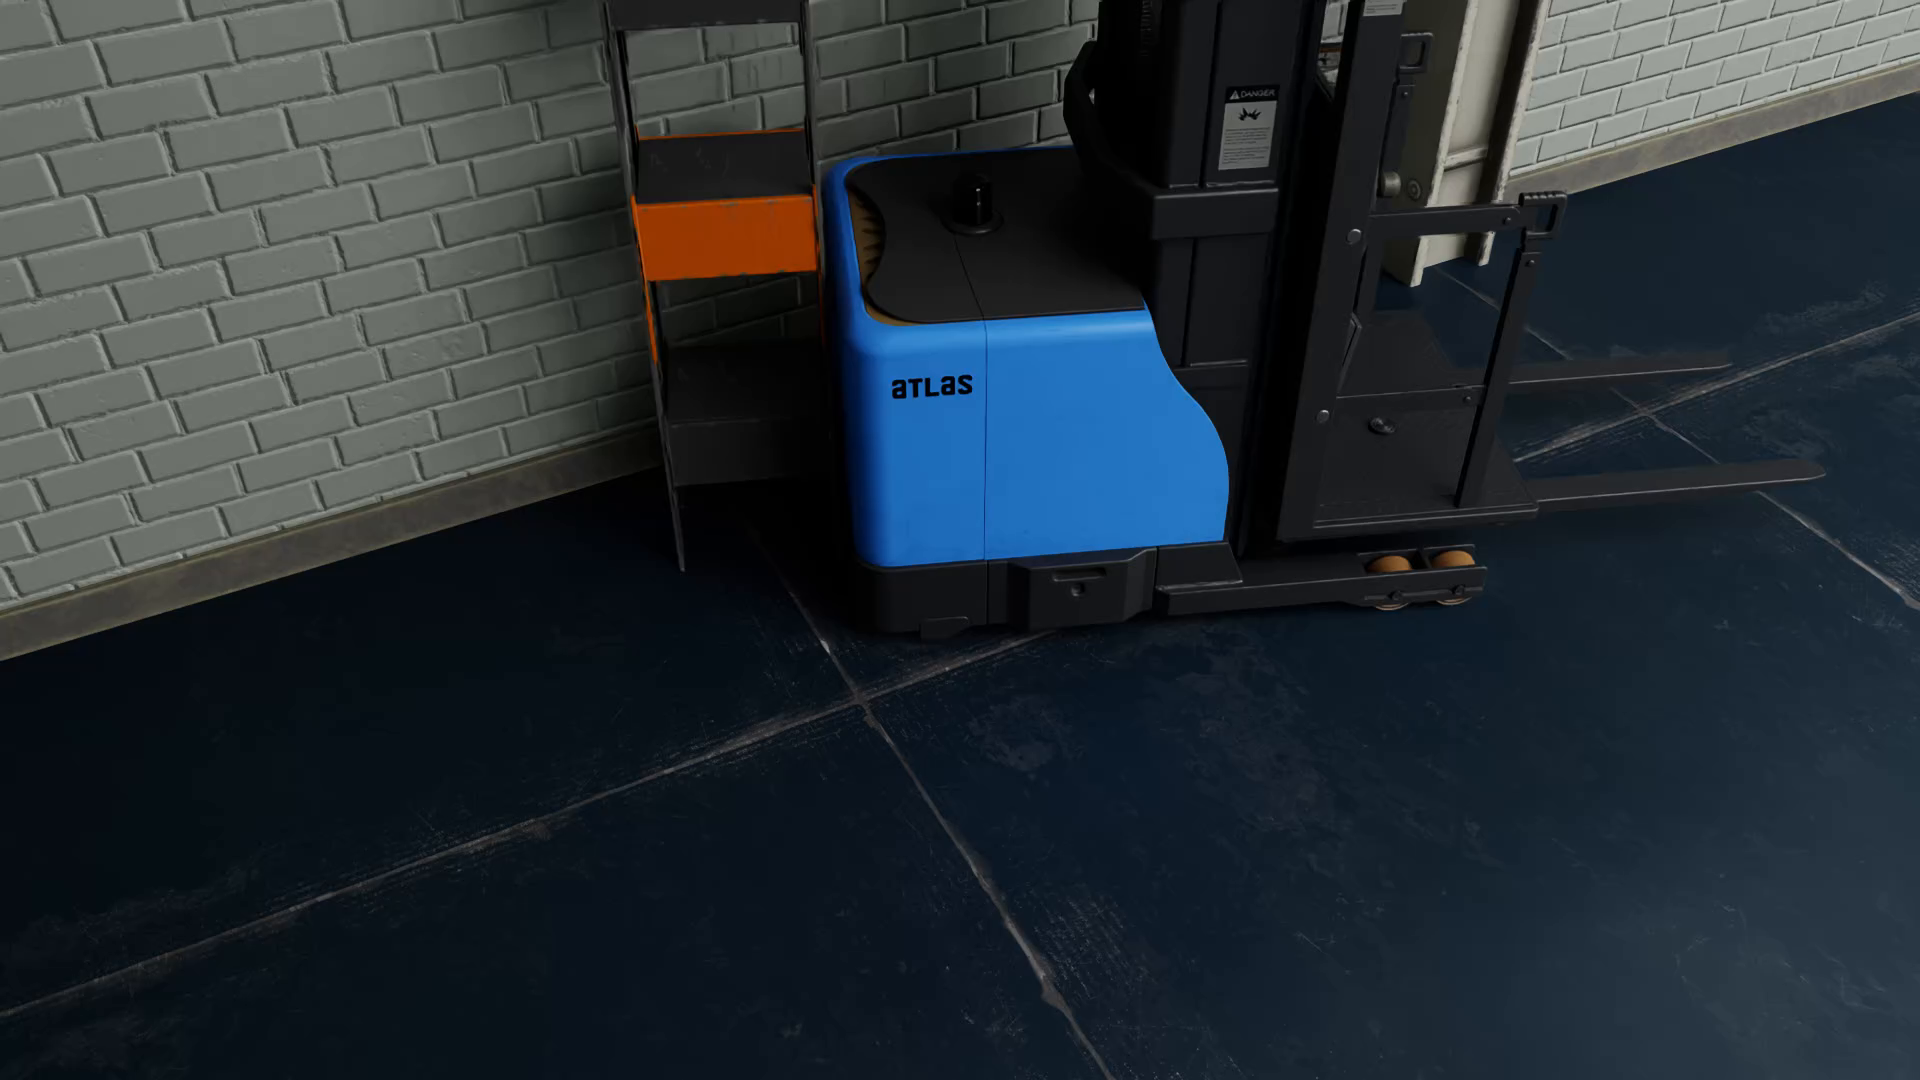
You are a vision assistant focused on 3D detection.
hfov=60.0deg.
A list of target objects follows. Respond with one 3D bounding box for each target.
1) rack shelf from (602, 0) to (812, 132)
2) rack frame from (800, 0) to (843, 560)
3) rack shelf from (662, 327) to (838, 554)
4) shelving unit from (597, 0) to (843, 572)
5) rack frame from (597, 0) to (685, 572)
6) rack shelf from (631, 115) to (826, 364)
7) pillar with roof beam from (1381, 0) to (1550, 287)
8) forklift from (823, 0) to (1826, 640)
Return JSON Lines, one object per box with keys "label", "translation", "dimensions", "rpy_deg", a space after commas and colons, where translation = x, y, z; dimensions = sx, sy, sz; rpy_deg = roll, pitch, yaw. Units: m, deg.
{"label": "rack shelf", "translation": [-0.639, -1.374, 4.185], "dimensions": [0.480, 0.518, 0.431], "rpy_deg": [-5, 40, -5]}
{"label": "rack frame", "translation": [-0.397, -0.869, 4.652], "dimensions": [0.015, 2.100, 0.400], "rpy_deg": [-5, 40, -5]}
{"label": "rack shelf", "translation": [-0.639, -0.305, 5.090], "dimensions": [0.480, 0.518, 0.431], "rpy_deg": [-5, 40, -5]}
{"label": "shelving unit", "translation": [-0.639, -0.850, 4.629], "dimensions": [0.503, 2.100, 0.431], "rpy_deg": [-5, 40, -5]}
{"label": "rack frame", "translation": [-0.881, -0.830, 4.605], "dimensions": [0.015, 2.100, 0.400], "rpy_deg": [-5, 40, -5]}
{"label": "rack shelf", "translation": [-0.639, -0.839, 4.637], "dimensions": [0.480, 0.518, 0.431], "rpy_deg": [-5, 40, -5]}
{"label": "pillar with roof beam", "translation": [3.824, -2.087, 0.750], "dimensions": [0.400, 9.000, 9.100], "rpy_deg": [-19, 44, -21]}
{"label": "forklift", "translation": [1.140, -1.243, 4.450], "dimensions": [3.031, 2.935, 1.130], "rpy_deg": [-5, 40, -5]}
